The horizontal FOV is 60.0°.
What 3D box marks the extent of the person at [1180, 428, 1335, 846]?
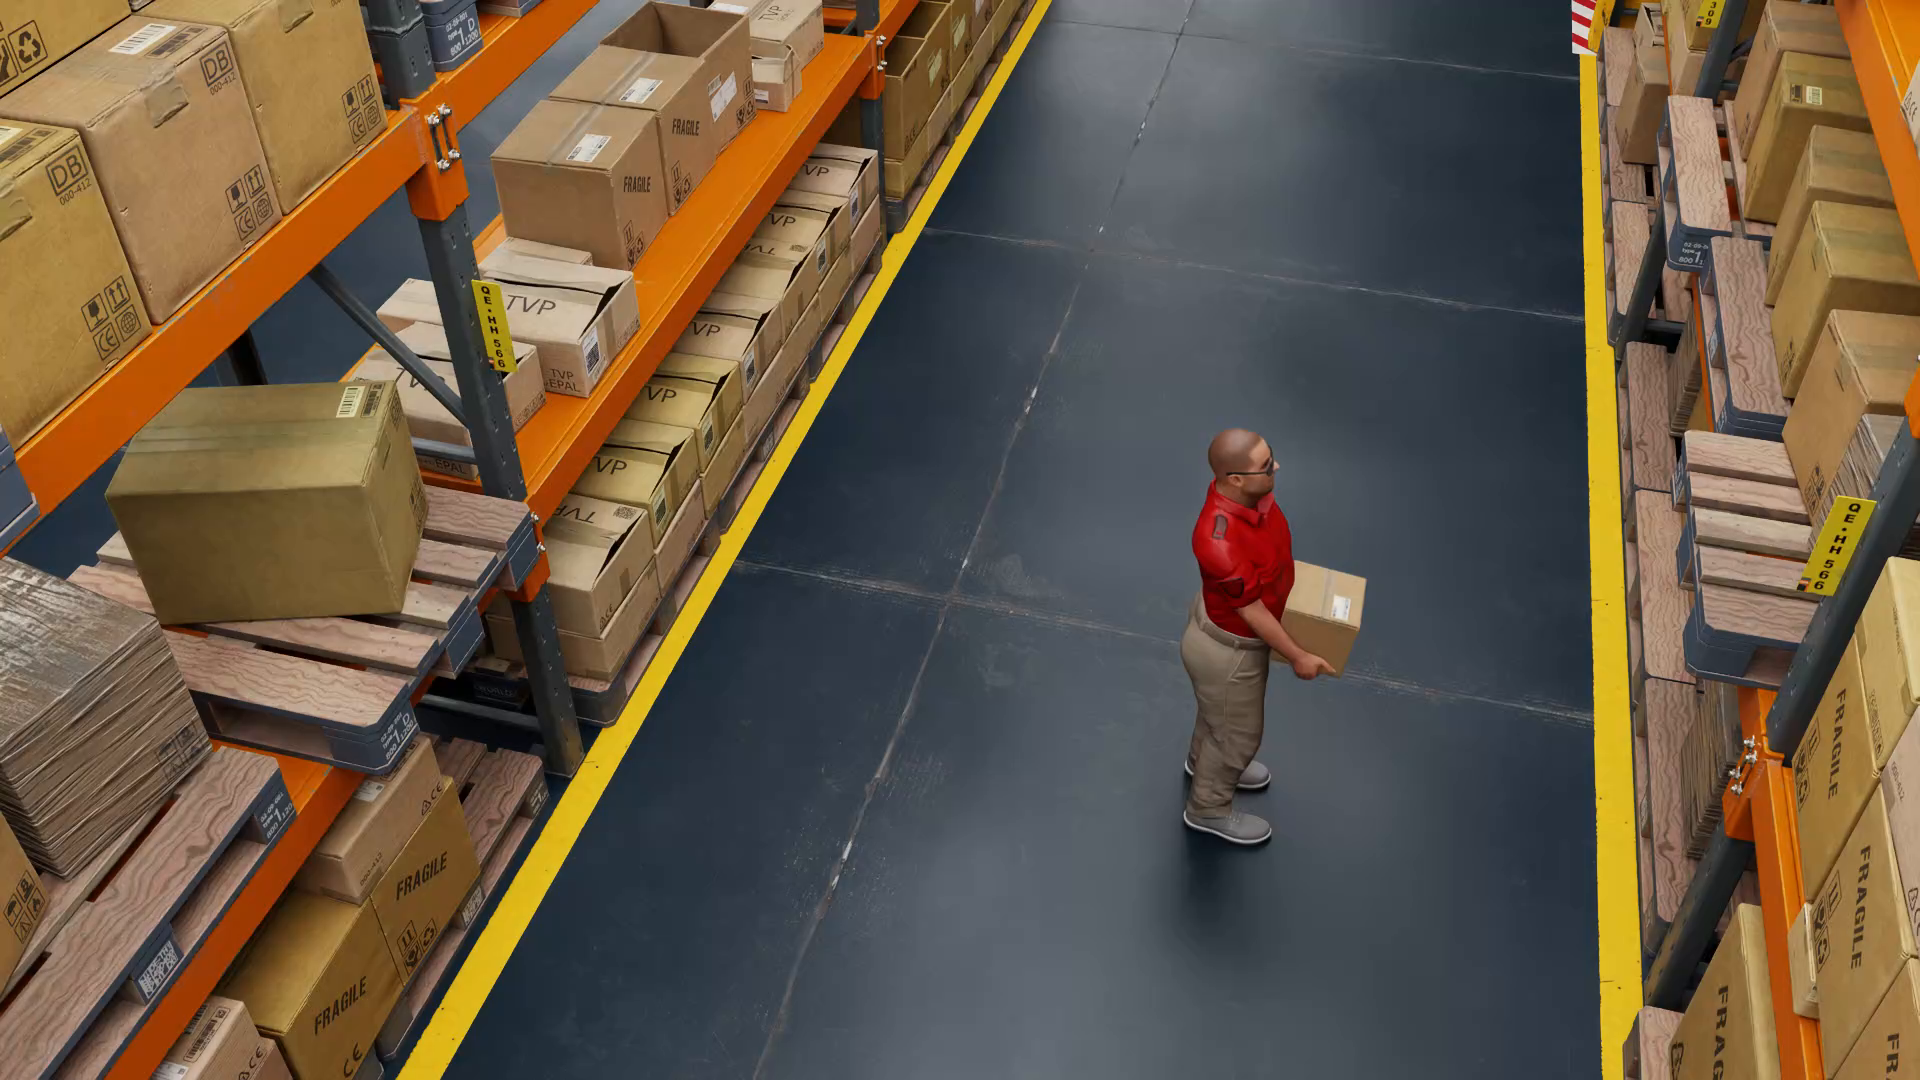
[{"bbox_3d":[1.043,0.345,5.780,0.531,1.712,0.493,10,42,12],"label":"person"}]
